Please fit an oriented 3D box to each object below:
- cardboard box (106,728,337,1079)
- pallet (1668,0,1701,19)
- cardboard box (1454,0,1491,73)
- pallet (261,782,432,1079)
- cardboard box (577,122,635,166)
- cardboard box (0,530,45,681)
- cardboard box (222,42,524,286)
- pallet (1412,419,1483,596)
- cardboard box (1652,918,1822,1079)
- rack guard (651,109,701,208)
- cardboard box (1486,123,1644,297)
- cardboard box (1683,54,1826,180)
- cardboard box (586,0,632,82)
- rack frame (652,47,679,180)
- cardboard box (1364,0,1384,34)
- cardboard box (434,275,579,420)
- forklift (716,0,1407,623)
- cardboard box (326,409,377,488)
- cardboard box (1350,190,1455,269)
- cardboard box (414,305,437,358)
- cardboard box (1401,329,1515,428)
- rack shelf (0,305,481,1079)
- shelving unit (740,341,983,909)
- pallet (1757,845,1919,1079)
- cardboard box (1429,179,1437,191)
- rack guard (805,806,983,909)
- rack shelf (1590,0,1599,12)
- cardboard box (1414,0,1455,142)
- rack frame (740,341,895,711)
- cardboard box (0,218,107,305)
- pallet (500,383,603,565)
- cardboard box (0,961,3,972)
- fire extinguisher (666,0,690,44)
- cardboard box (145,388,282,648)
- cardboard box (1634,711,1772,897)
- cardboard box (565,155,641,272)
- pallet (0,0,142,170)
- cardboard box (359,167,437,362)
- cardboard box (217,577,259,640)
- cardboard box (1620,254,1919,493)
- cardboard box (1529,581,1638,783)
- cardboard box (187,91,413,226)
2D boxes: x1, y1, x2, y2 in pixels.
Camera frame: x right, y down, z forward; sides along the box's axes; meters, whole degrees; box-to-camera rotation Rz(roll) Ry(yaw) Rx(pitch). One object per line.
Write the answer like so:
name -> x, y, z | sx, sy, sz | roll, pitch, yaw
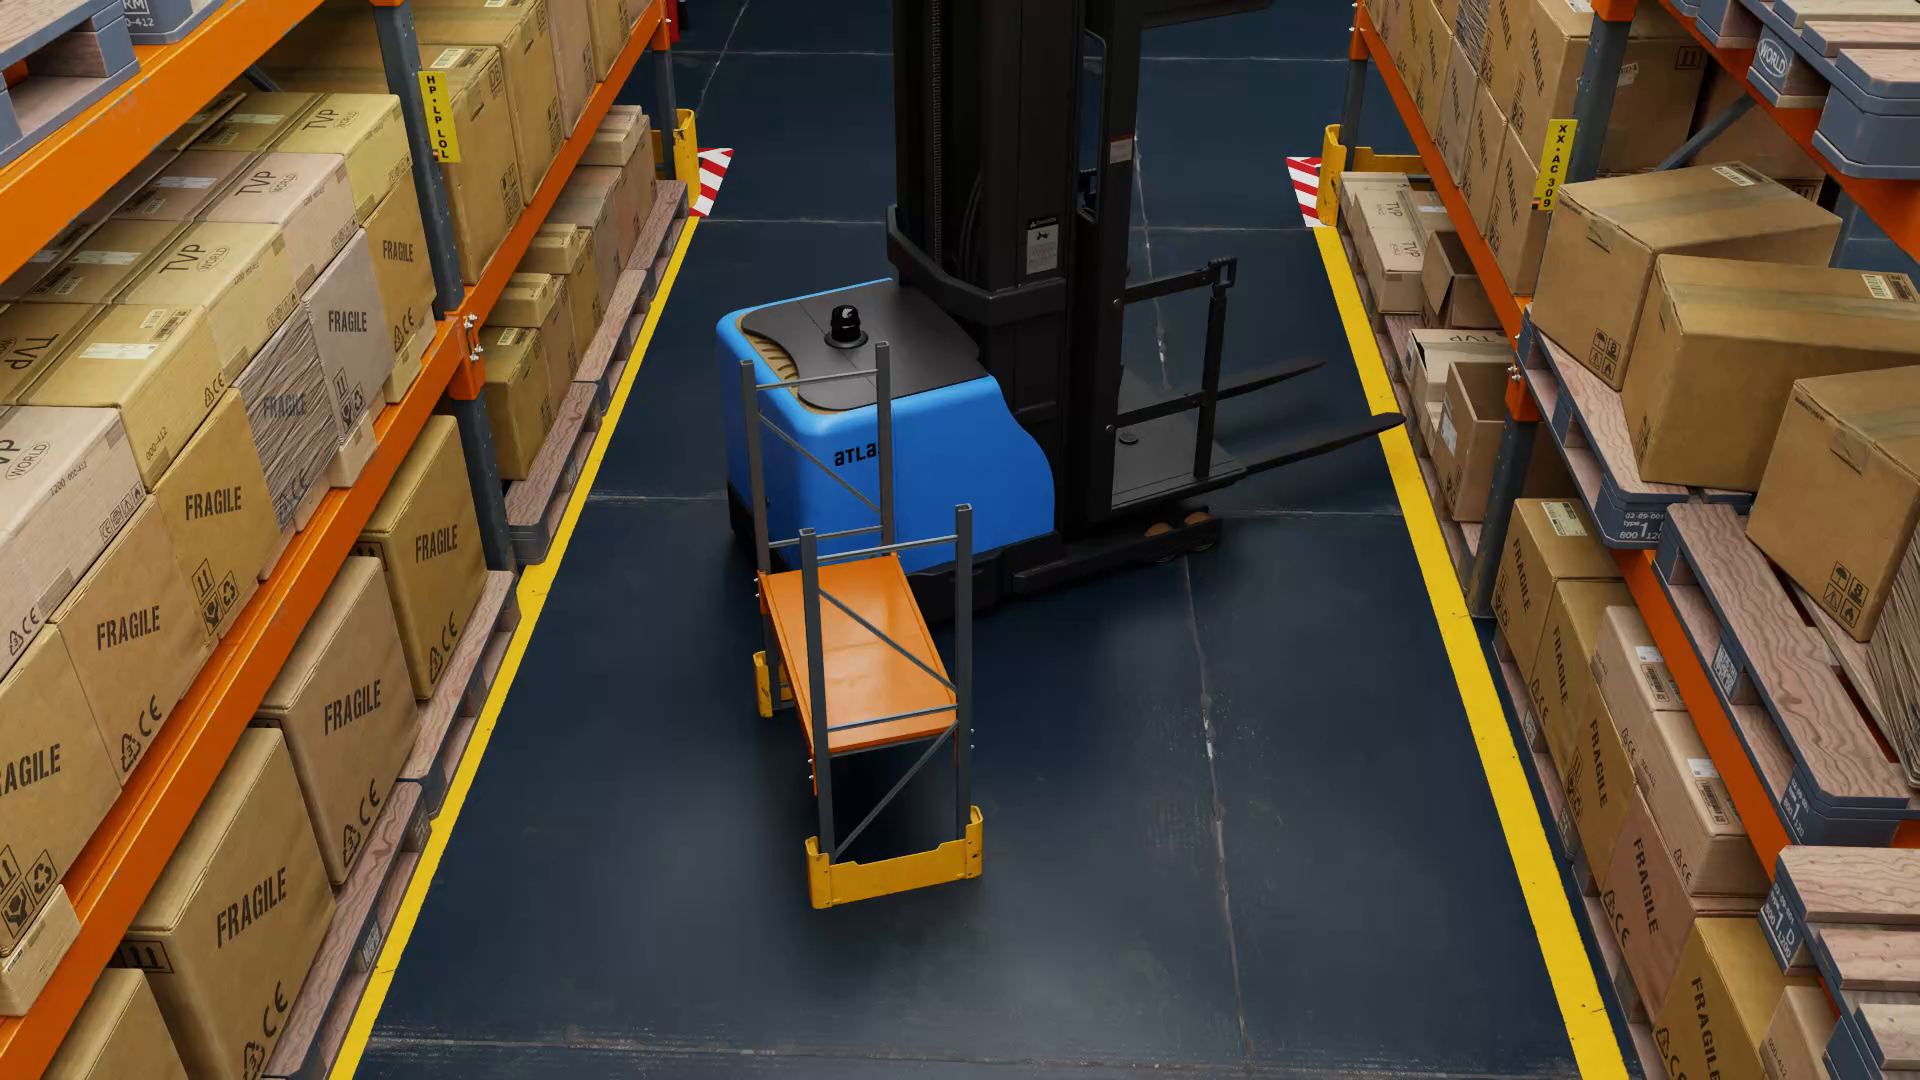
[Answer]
cardboard box -> -2.319, 1.045, 4.659 | 0.750, 0.750, 0.750 | 1, 35, 2
pallet -> 2.493, -1.703, 4.620 | 1.213, 0.211, 1.003 | 1, 35, 2
cardboard box -> 2.389, -2.257, 6.896 | 0.500, 0.500, 0.500 | 2, 35, 2
pallet -> -2.362, 1.250, 5.287 | 1.003, 0.211, 1.213 | 1, 35, 2
cardboard box -> -1.960, -2.122, 8.905 | 0.380, 0.149, 0.250 | 2, 35, 3
cardboard box -> -2.224, 0.218, 3.315 | 0.500, 0.250, 0.500 | 1, 35, 1
cardboard box -> -2.322, -1.472, 6.476 | 0.980, 0.700, 0.700 | 2, 35, 3
pallet -> 2.618, -0.180, 7.322 | 1.003, 0.211, 1.213 | 1, 35, 2
cardboard box -> 2.253, 1.375, 4.477 | 0.500, 0.500, 0.500 | 0, 35, 0
rack guard -> -2.199, -2.328, 10.127 | 1.175, 0.500, 0.348 | 1, 35, 2
cardboard box -> 2.353, -1.260, 6.347 | 0.500, 0.500, 0.500 | 2, 35, 3
cardboard box -> 2.890, -1.640, 6.019 | 0.500, 0.500, 0.500 | 2, 35, 3
cardboard box -> -2.228, -2.748, 8.290 | 0.980, 0.700, 0.700 | 1, 35, 2
rack frame -> -2.200, -3.337, 9.389 | 1.000, 3.000, 0.127 | 1, 35, 2
cardboard box -> 2.469, -3.016, 8.846 | 0.500, 0.500, 0.500 | 2, 35, 3
cardboard box -> -2.204, -0.903, 7.735 | 0.700, 0.500, 0.500 | 1, 35, 1
forklift -> 0.558, -1.359, 6.635 | 3.031, 2.935, 1.130 | -16, 38, -21
cardboard box -> -2.085, -0.297, 5.264 | 0.380, 0.149, 0.250 | 1, 35, 2
cardboard box -> 2.425, -1.686, 9.049 | 0.500, 0.250, 0.500 | 1, 35, 2
cardboard box -> -2.091, -0.743, 5.900 | 0.380, 0.149, 0.250 | 2, 35, 2
cardboard box -> 2.359, -0.771, 7.694 | 0.500, 0.311, 0.500 | 1, 35, 2
rack shelf -> -2.441, 0.405, 4.691 | 1.077, 0.370, 4.000 | 1, 35, 2
shelving unit -> -0.348, 0.268, 5.565 | 0.587, 1.500, 1.083 | -9, 36, -13
pallet -> 2.386, 1.059, 3.301 | 1.213, 0.211, 1.003 | 1, 35, 2
cardboard box -> 2.974, -2.064, 9.369 | 0.500, 0.500, 0.500 | 1, 35, 2
rack guard -> -0.214, 1.055, 5.531 | 0.587, 0.250, 0.087 | -9, 36, -13
rack shelf -> 2.670, -3.008, 6.938 | 1.077, 0.370, 4.000 | 1, 35, 2
cardboard box -> 2.409, -2.144, 7.606 | 0.500, 0.500, 0.500 | 2, 35, 3
rack frame -> -0.481, -0.009, 5.958 | 0.500, 1.500, 0.032 | -9, 36, -13
cardboard box -> -2.669, -0.669, 4.578 | 0.500, 0.250, 0.500 | 0, 35, 0
pallet -> -2.252, -0.333, 7.540 | 1.003, 0.211, 1.213 | 1, 35, 2
cardboard box -> -2.246, 0.816, 3.118 | 0.500, 0.500, 0.500 | 2, 35, 3
fire extinguisher -> -1.733, -3.228, 9.626 | 0.296, 0.674, 0.183 | 1, 35, 2
cardboard box -> -2.181, -0.069, 4.377 | 0.500, 0.500, 0.500 | 2, 35, 3
cardboard box -> 2.267, 0.745, 4.721 | 0.500, 0.250, 0.500 | 1, 35, 1
cardboard box -> -2.148, -1.794, 9.002 | 0.700, 0.500, 0.500 | 1, 35, 2
pallet -> -2.506, -0.904, 3.483 | 1.003, 0.211, 1.213 | 3, 35, 4
cardboard box -> -2.127, -0.938, 5.613 | 0.500, 0.500, 0.500 | 1, 35, 1
cardboard box -> -2.208, 0.138, 4.646 | 0.380, 0.149, 0.250 | 2, 35, 3
cardboard box -> 2.383, -0.475, 4.865 | 0.700, 0.500, 0.500 | 7, 36, 9
cardboard box -> 2.316, 0.496, 5.728 | 0.500, 0.500, 0.500 | 2, 35, 3
cardboard box -> -2.124, -1.242, 5.393 | 0.500, 0.250, 0.500 | 2, 35, 3
